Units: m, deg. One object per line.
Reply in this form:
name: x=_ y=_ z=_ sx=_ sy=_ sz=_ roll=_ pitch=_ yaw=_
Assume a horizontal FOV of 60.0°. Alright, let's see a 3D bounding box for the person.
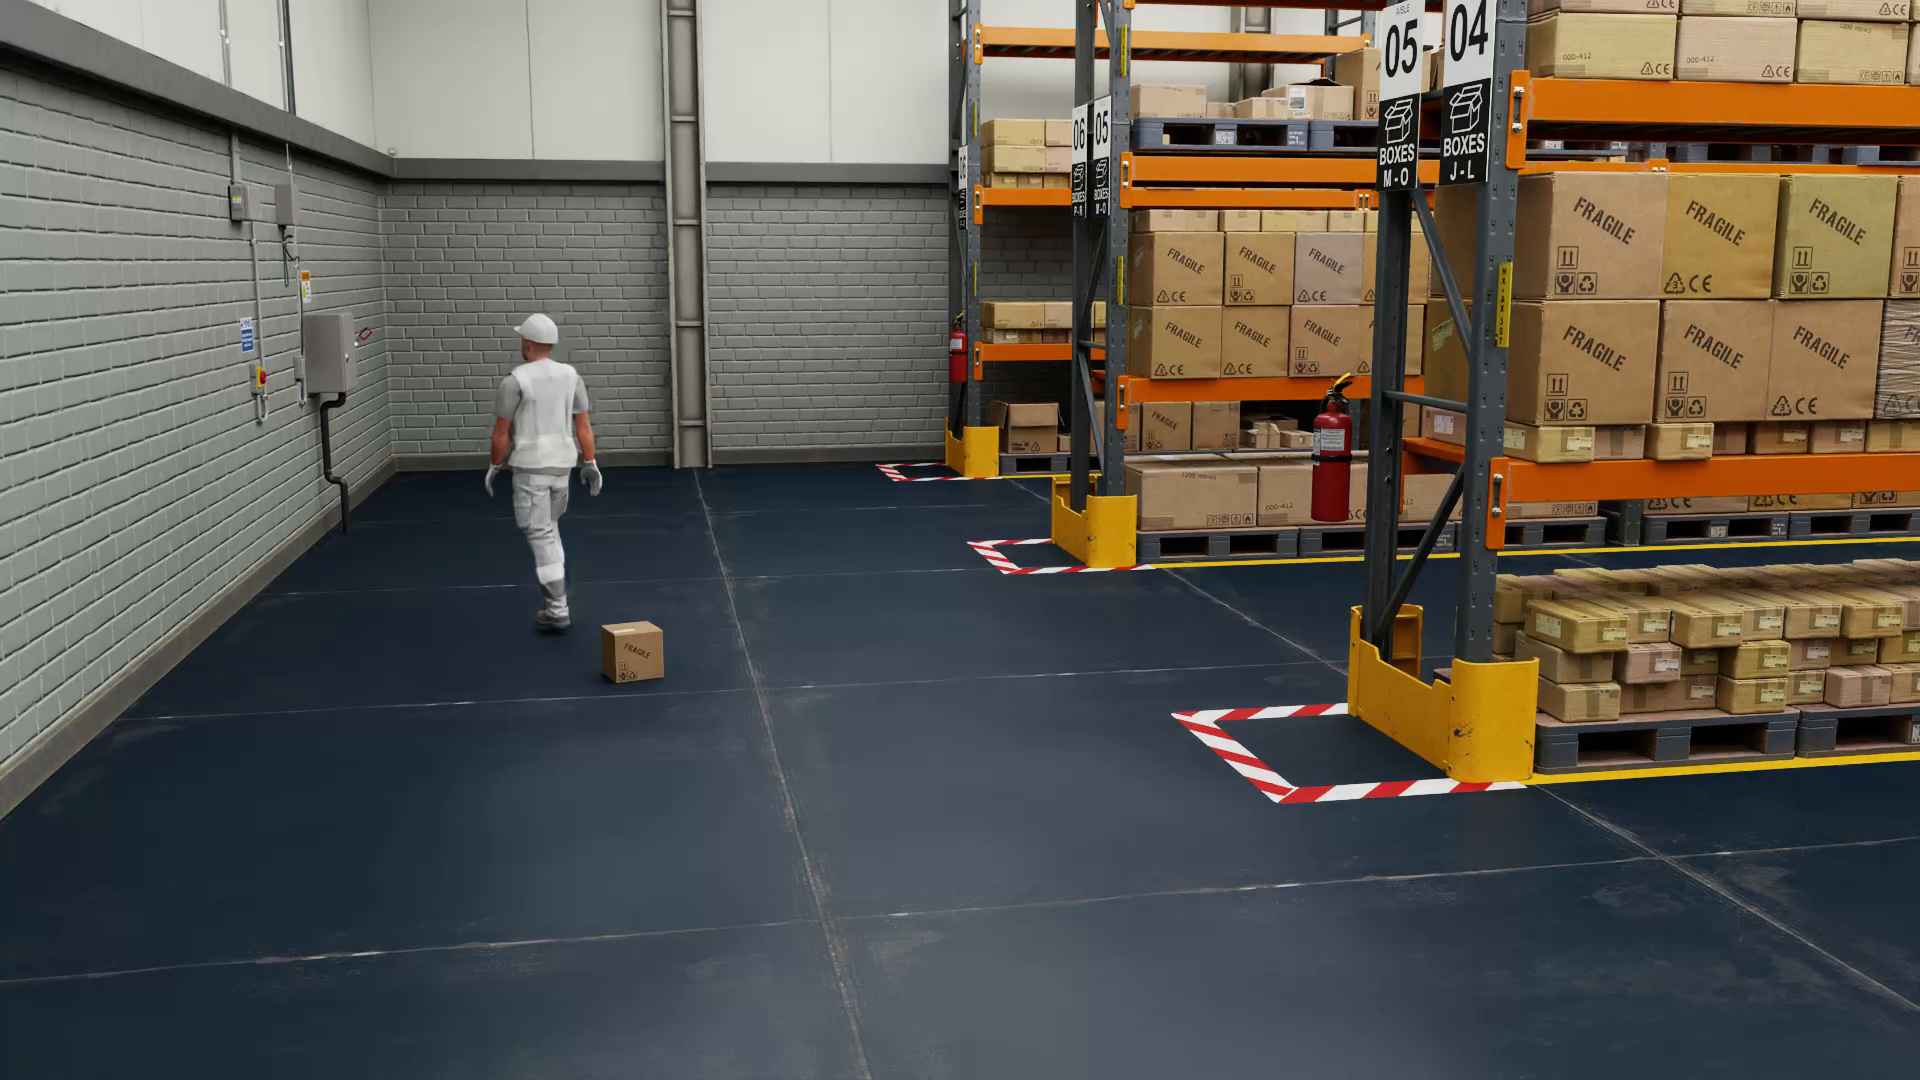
person: x=-2.397 y=-0.373 z=9.556 sx=0.543 sy=1.842 sz=0.594 roll=9 pitch=13 yaw=43
